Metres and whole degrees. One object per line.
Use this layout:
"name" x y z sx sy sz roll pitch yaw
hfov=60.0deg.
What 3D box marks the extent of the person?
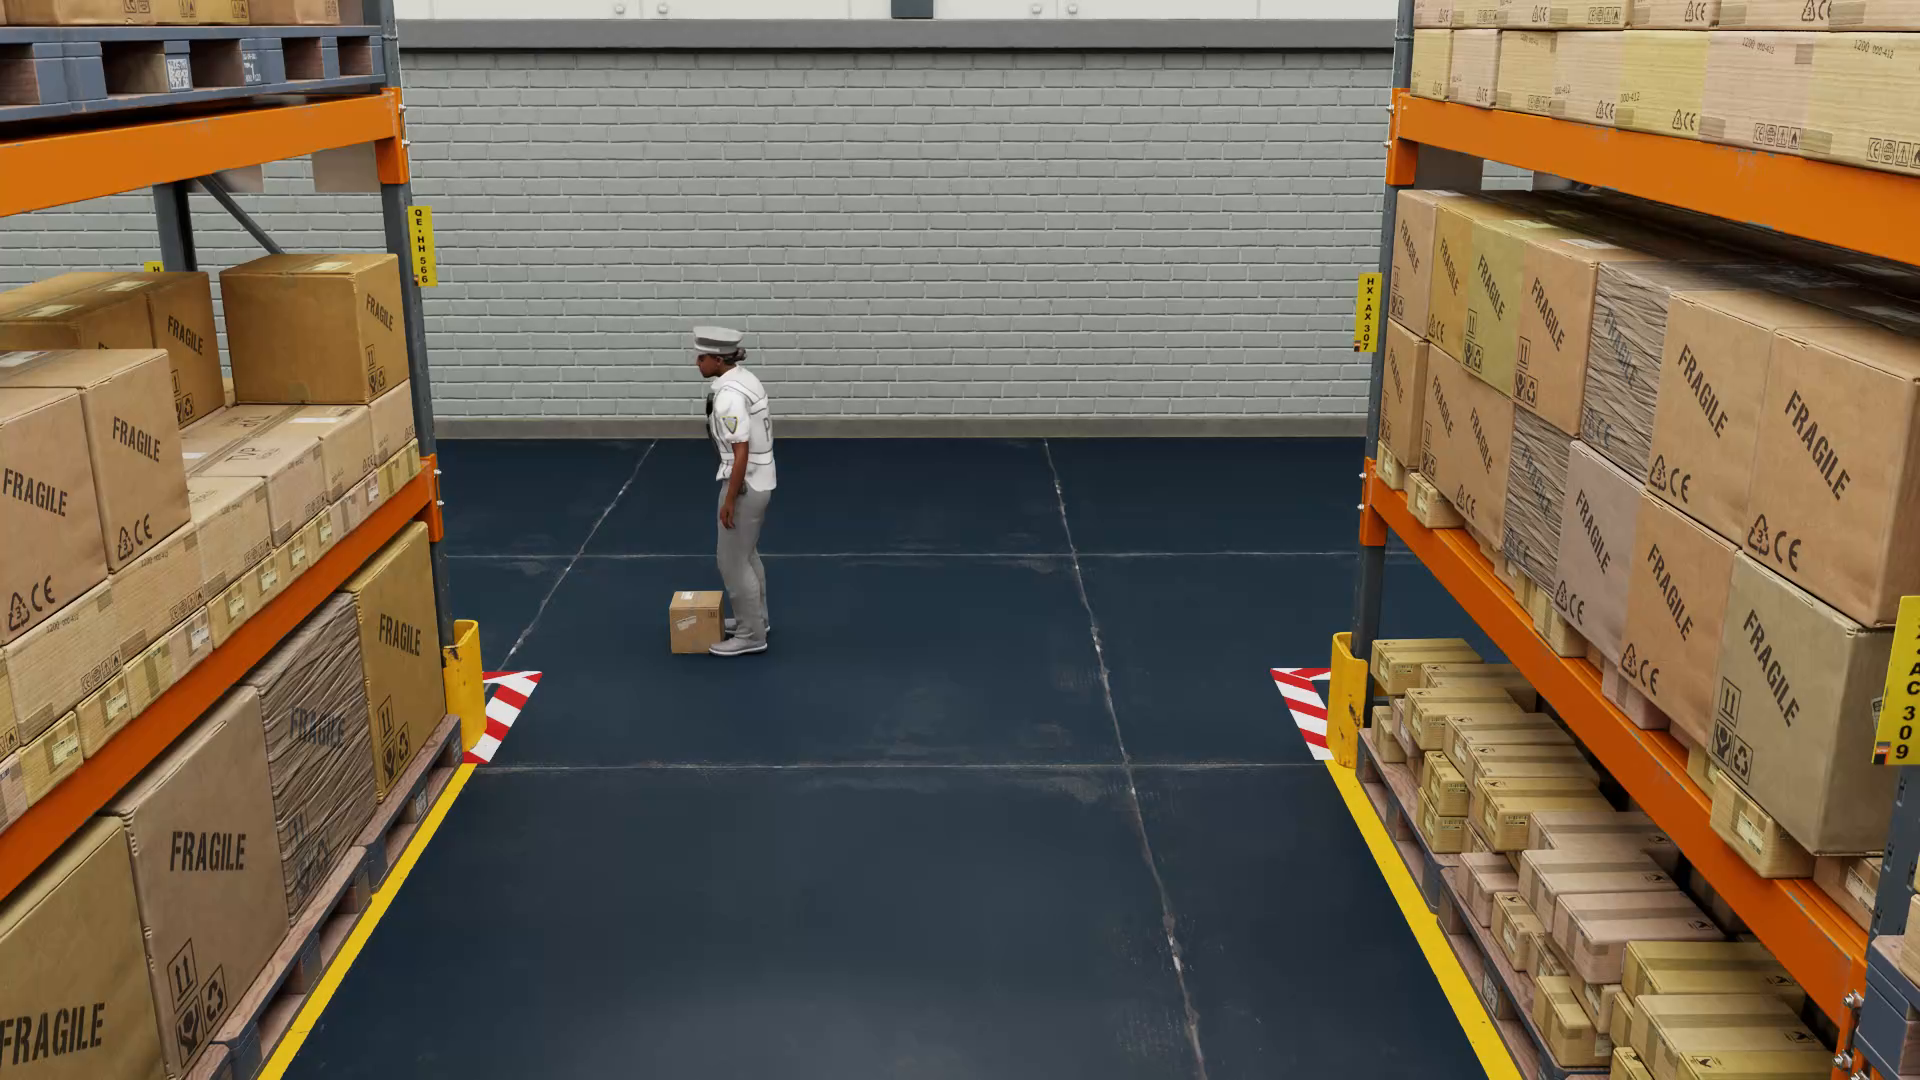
"person" -1.120 -0.251 8.365 0.398 1.655 0.521 -1 17 -2
